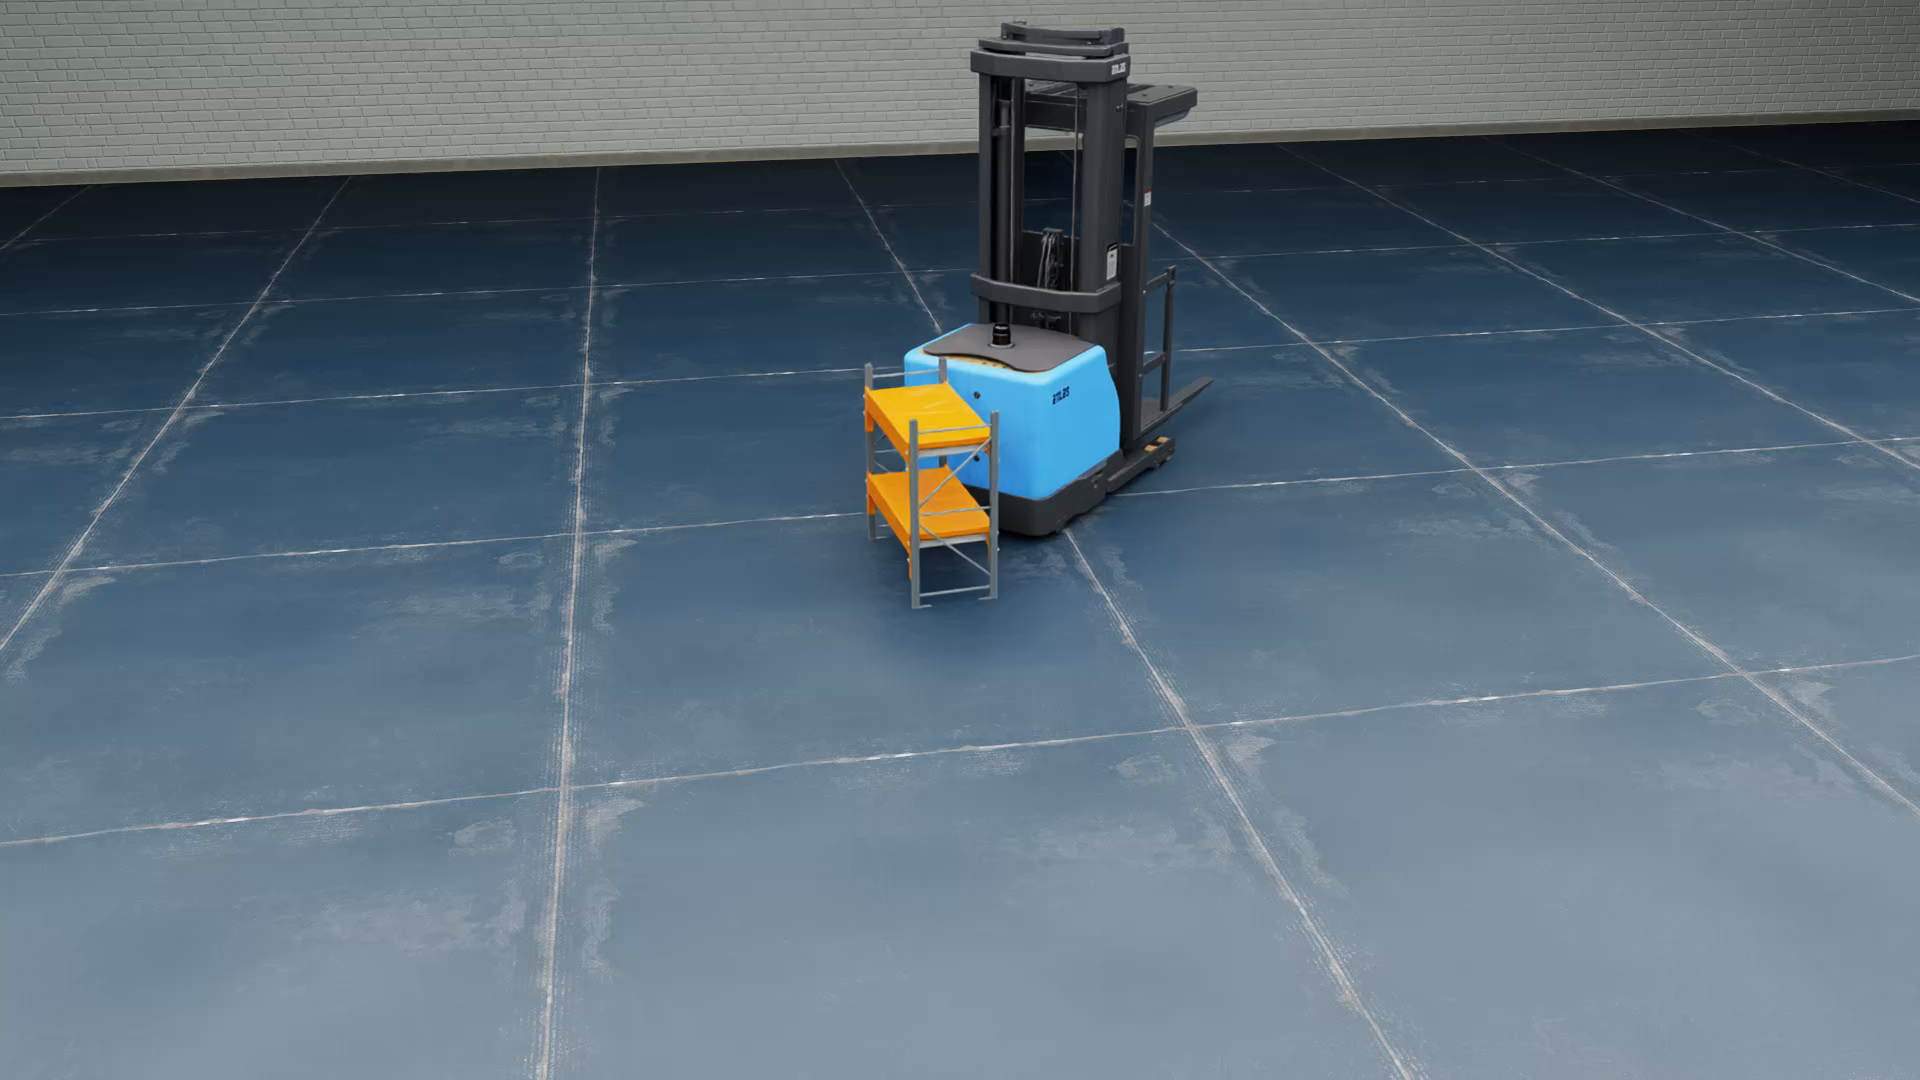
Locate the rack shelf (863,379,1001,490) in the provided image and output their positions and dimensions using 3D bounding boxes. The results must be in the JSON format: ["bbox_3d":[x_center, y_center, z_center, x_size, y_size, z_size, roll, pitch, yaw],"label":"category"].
[{"bbox_3d":[-0.177,-0.619,9.530,0.538,0.278,1.000,-7,25,-15],"label":"rack shelf"}]

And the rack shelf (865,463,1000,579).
[{"bbox_3d":[-0.177,-0.127,9.745,0.538,0.278,1.000,-7,25,-15],"label":"rack shelf"}]

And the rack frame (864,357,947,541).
[{"bbox_3d":[-0.323,-0.546,10.094,0.500,1.125,0.032,-7,25,-15],"label":"rack frame"}]

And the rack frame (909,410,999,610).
[{"bbox_3d":[-0.031,-0.156,9.201,0.500,1.125,0.032,-7,25,-15],"label":"rack frame"}]

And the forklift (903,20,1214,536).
[{"bbox_3d":[0.836,-1.911,10.964,1.130,2.935,3.031,14,27,28],"label":"forklift"}]

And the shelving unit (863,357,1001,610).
[{"bbox_3d":[-0.177,-0.351,9.647,0.538,1.125,1.048,-7,25,-15],"label":"shelving unit"}]
